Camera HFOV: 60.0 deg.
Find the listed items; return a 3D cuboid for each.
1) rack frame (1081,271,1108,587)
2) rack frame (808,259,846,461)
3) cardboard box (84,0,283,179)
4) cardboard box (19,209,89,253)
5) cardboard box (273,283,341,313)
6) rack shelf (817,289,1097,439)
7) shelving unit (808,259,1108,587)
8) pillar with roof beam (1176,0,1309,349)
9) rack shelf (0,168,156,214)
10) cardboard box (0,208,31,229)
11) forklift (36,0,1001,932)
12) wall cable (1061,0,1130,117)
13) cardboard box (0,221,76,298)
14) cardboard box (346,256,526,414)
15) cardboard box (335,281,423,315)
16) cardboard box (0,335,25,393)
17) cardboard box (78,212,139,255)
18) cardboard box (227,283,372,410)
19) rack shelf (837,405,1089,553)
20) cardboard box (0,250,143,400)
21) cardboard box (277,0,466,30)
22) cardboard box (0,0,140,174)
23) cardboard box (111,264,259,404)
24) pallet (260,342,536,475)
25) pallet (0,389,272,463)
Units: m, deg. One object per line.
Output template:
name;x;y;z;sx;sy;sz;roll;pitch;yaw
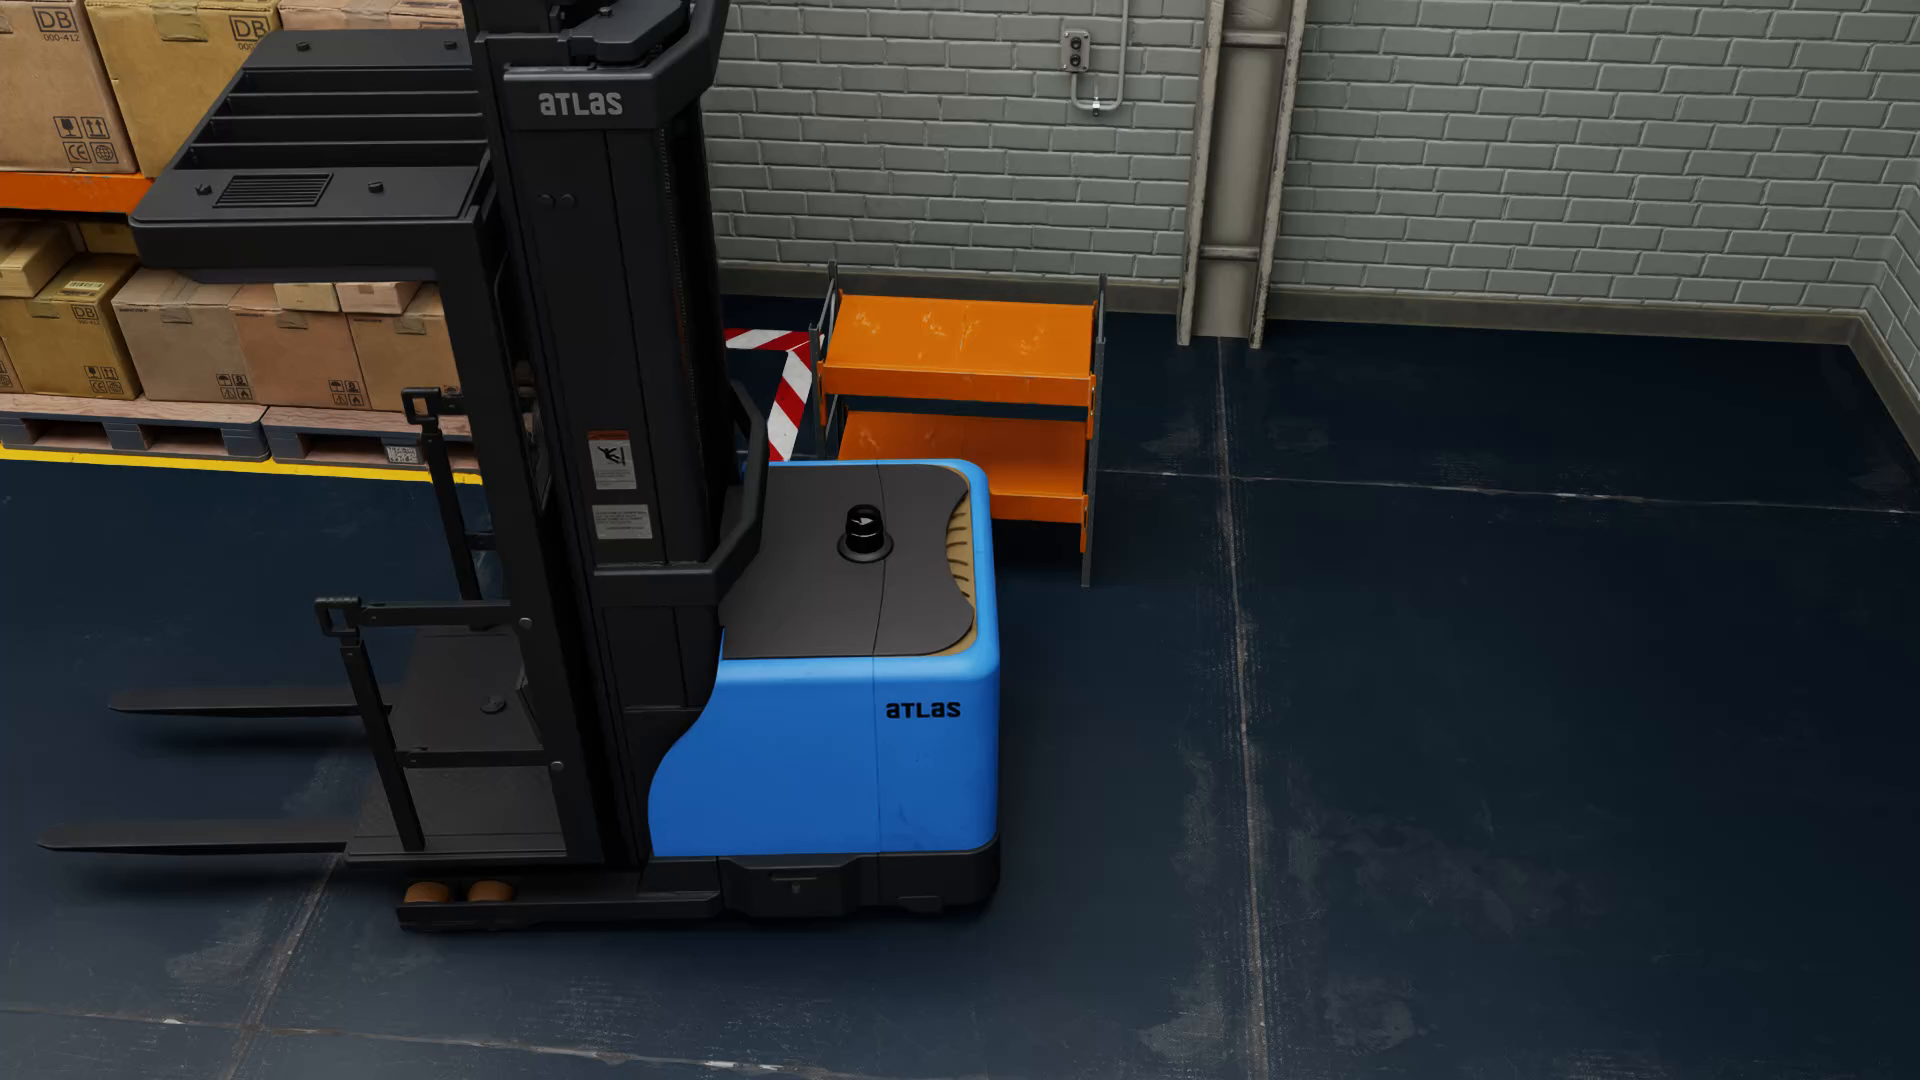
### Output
rack frame;0.513;-0.408;6.360;0.032;1.125;0.500;3;39;4
rack frame;-0.500;-0.464;6.428;0.032;1.125;0.500;3;39;4
cardboard box;-2.757;-1.950;6.532;0.700;0.700;0.980;3;39;3
cardboard box;-3.859;-1.414;7.245;0.250;0.149;0.380;4;39;4
cardboard box;-2.626;-1.106;6.866;0.250;0.149;0.380;4;39;5
rack shelf;0.007;-0.663;6.210;1.000;0.278;0.538;3;39;4
shelving unit;0.007;-0.436;6.394;1.048;1.125;0.538;3;39;4
pillar with roof beam;0.871;-1.796;1.828;0.400;9.000;9.100;3;39;4
rack shelf;-3.515;-1.609;6.921;4.000;0.370;1.077;3;39;4
cardboard box;-4.111;-1.428;7.262;0.250;0.149;0.380;2;39;2
forklift;-1.399;-0.244;4.728;3.031;2.935;1.130;-1;39;-1
wall cable;-0.165;-2.699;6.885;1.851;1.984;0.084;3;39;4
cardboard box;-3.925;-1.175;6.951;0.250;0.149;0.380;2;39;3
cardboard box;-2.228;-0.948;7.186;0.500;0.500;0.700;3;39;4
cardboard box;-2.372;-1.092;6.849;0.250;0.149;0.380;3;39;3
cardboard box;-4.271;-1.056;7.319;0.500;0.500;0.700;3;39;3
cardboard box;-3.602;-1.401;7.228;0.250;0.149;0.380;2;39;3
cardboard box;-2.727;-0.975;7.220;0.500;0.500;0.700;3;39;4
rack shelf;0.007;-0.246;6.549;1.000;0.278;0.538;3;39;4
cardboard box;-3.760;-1.027;7.283;0.500;0.500;0.700;4;39;5
cardboard box;-2.031;-1.917;6.492;0.700;0.700;0.980;5;39;6
cardboard box;-3.516;-1.997;6.590;0.700;0.700;0.980;1;39;2
cardboard box;-3.228;-1.002;7.253;0.500;0.500;0.700;2;39;2
pallet;-2.325;-0.692;7.433;1.213;0.211;1.003;3;39;4
pallet;-3.537;-0.760;7.517;1.213;0.211;1.003;3;39;4
